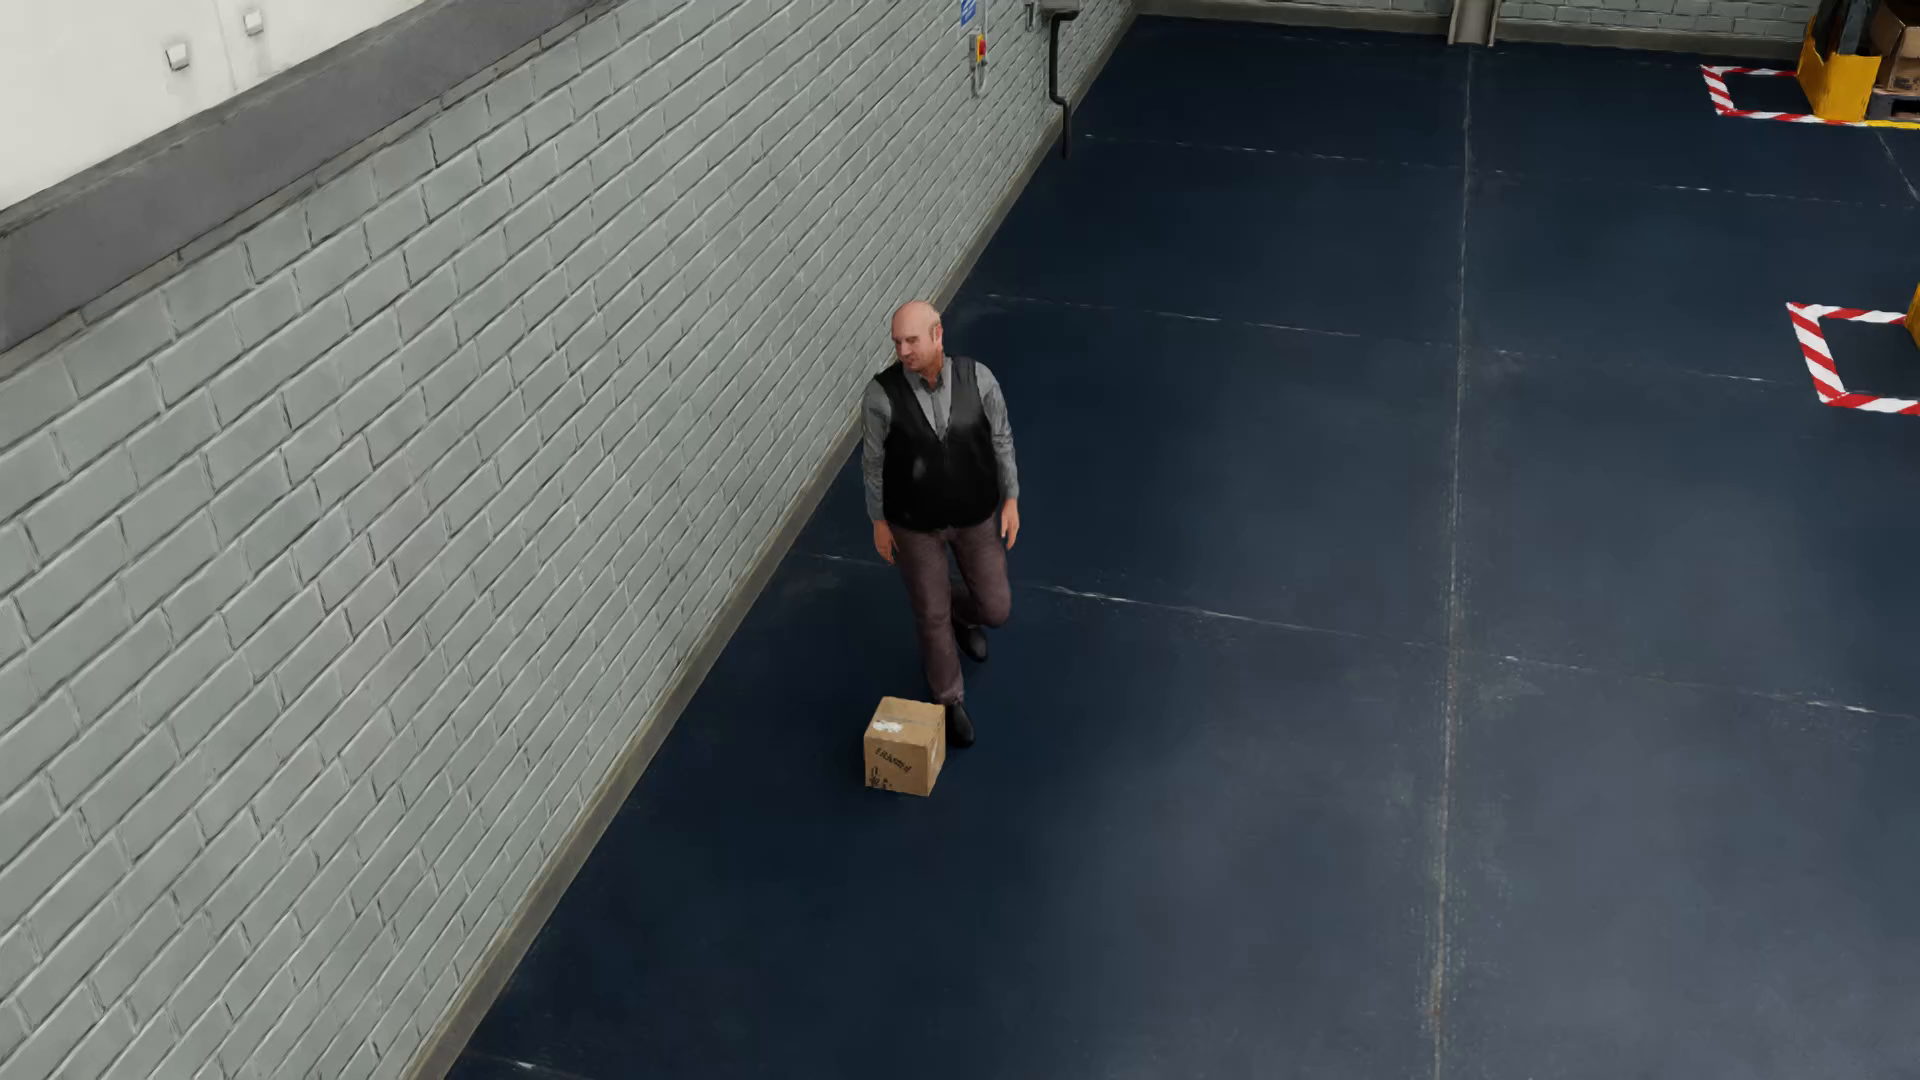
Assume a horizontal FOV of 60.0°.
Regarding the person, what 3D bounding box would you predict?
[{"bbox_3d":[-0.062,-0.073,6.286,0.580,1.703,0.677,-7,33,-11],"label":"person"}]
